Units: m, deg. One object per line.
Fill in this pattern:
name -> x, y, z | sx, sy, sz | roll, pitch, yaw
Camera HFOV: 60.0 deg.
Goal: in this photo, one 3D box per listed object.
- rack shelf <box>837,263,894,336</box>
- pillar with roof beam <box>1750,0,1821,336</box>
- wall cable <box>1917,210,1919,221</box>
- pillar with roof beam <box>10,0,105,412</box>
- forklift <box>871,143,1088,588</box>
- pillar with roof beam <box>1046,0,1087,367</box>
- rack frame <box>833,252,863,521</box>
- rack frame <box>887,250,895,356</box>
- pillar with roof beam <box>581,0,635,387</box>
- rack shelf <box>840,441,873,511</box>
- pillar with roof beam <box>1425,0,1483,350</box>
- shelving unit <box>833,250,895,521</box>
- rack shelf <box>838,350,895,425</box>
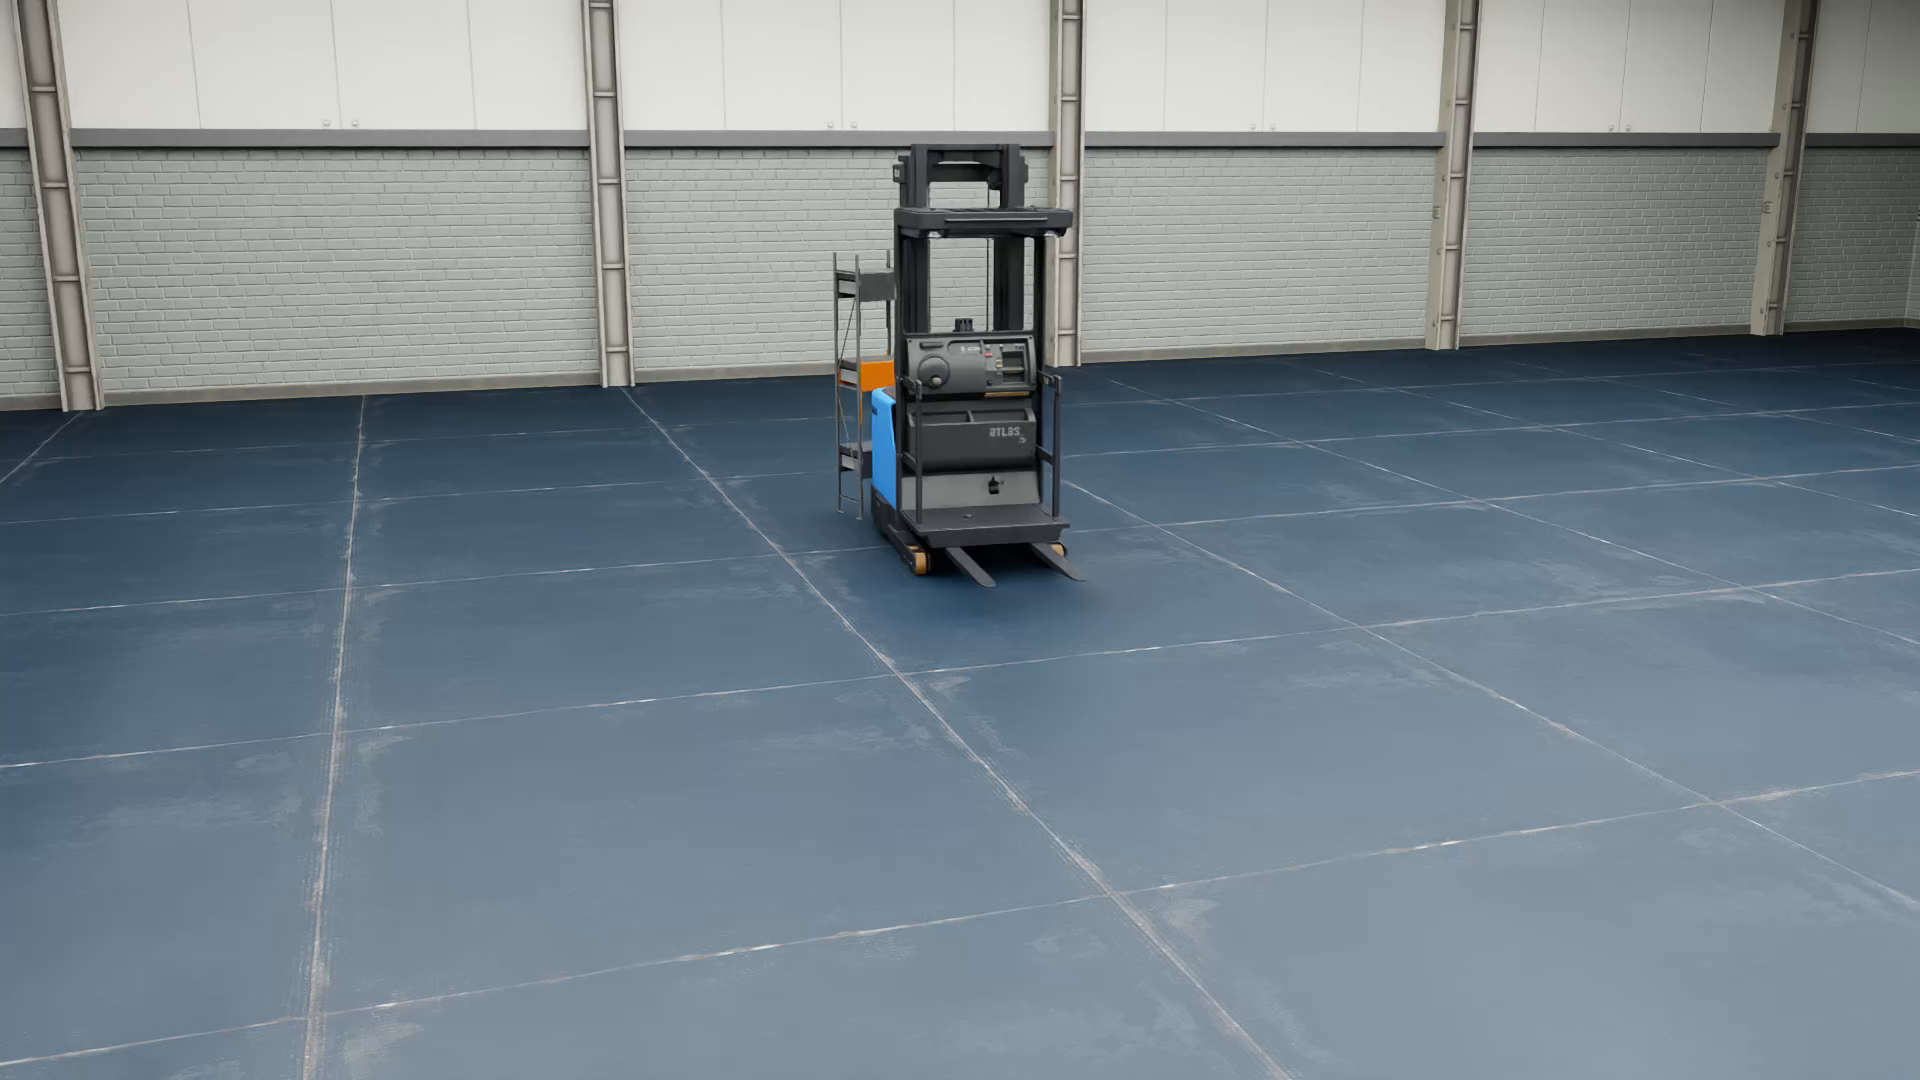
rack shelf -> -0.685, -1.911, 13.174 | 0.480, 0.518, 0.431 | -8, 16, -31
pillar with roof beam -> 14.152, -6.699, 21.360 | 0.400, 9.000, 9.100 | -4, 14, -18
wall cable -> 15.993, -6.060, 25.383 | 0.112, 2.526, 3.097 | -4, 14, -18
pillar with roof beam -> -8.595, -4.928, 13.913 | 0.400, 9.000, 9.100 | -4, 14, -18
forklift -> 0.135, -1.274, 11.665 | 1.130, 2.935, 3.031 | -3, 14, -13
pillar with roof beam -> 2.779, -5.813, 17.636 | 0.400, 9.000, 9.100 | -4, 14, -18
rack frame -> -0.892, -1.213, 13.207 | 0.015, 2.100, 0.400 | -8, 16, -31
rack frame -> -0.479, -1.274, 13.460 | 0.015, 2.100, 0.400 | -8, 16, -31
pillar with roof beam -> -2.908, -5.370, 15.774 | 0.400, 9.000, 9.100 | -4, 14, -18
rack shelf -> -0.685, -0.549, 13.498 | 0.480, 0.518, 0.431 | -8, 16, -31
pillar with roof beam -> 8.465, -6.256, 19.498 | 0.400, 9.000, 9.100 | -4, 14, -18
shelving unit -> -0.685, -1.244, 13.333 | 0.503, 2.100, 0.431 | -8, 16, -31
rack shelf -> -0.685, -1.230, 13.336 | 0.480, 0.518, 0.431 | -8, 16, -31
